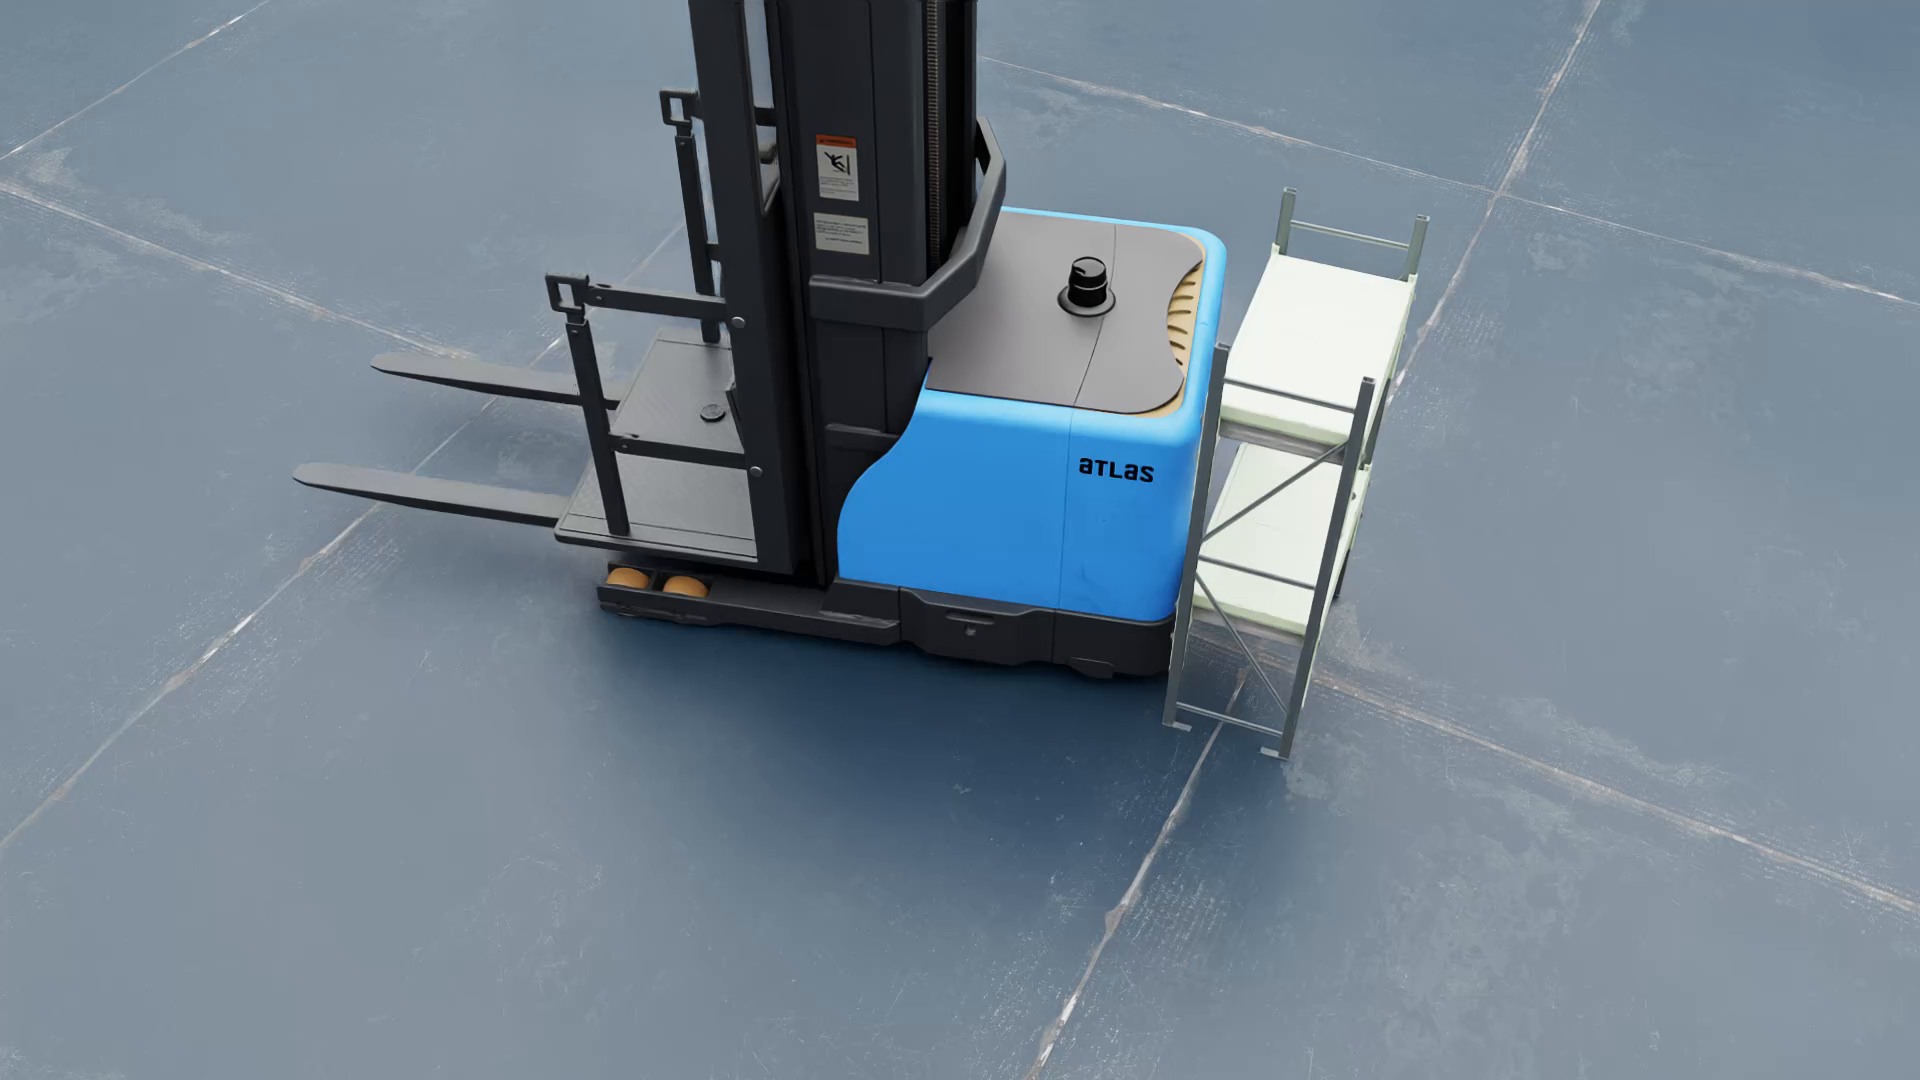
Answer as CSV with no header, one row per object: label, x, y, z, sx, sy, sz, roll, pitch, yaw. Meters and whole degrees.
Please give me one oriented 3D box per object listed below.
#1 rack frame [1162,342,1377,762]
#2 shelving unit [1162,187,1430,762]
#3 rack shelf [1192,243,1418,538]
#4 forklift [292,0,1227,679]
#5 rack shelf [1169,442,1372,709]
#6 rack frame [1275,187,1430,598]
rack frame,0.820,0.093,4.604,0.400,1.500,0.023,15,47,15
shelving unit,0.952,-0.150,4.844,0.431,1.500,0.755,15,47,15
rack shelf,0.952,-0.424,4.566,0.431,0.370,0.720,15,47,15
forklift,-0.723,-1.113,4.789,3.031,2.935,1.130,8,46,8
rack shelf,0.952,0.079,5.075,0.431,0.370,0.720,15,47,15
rack frame,1.084,-0.393,5.084,0.400,1.500,0.023,15,47,15
